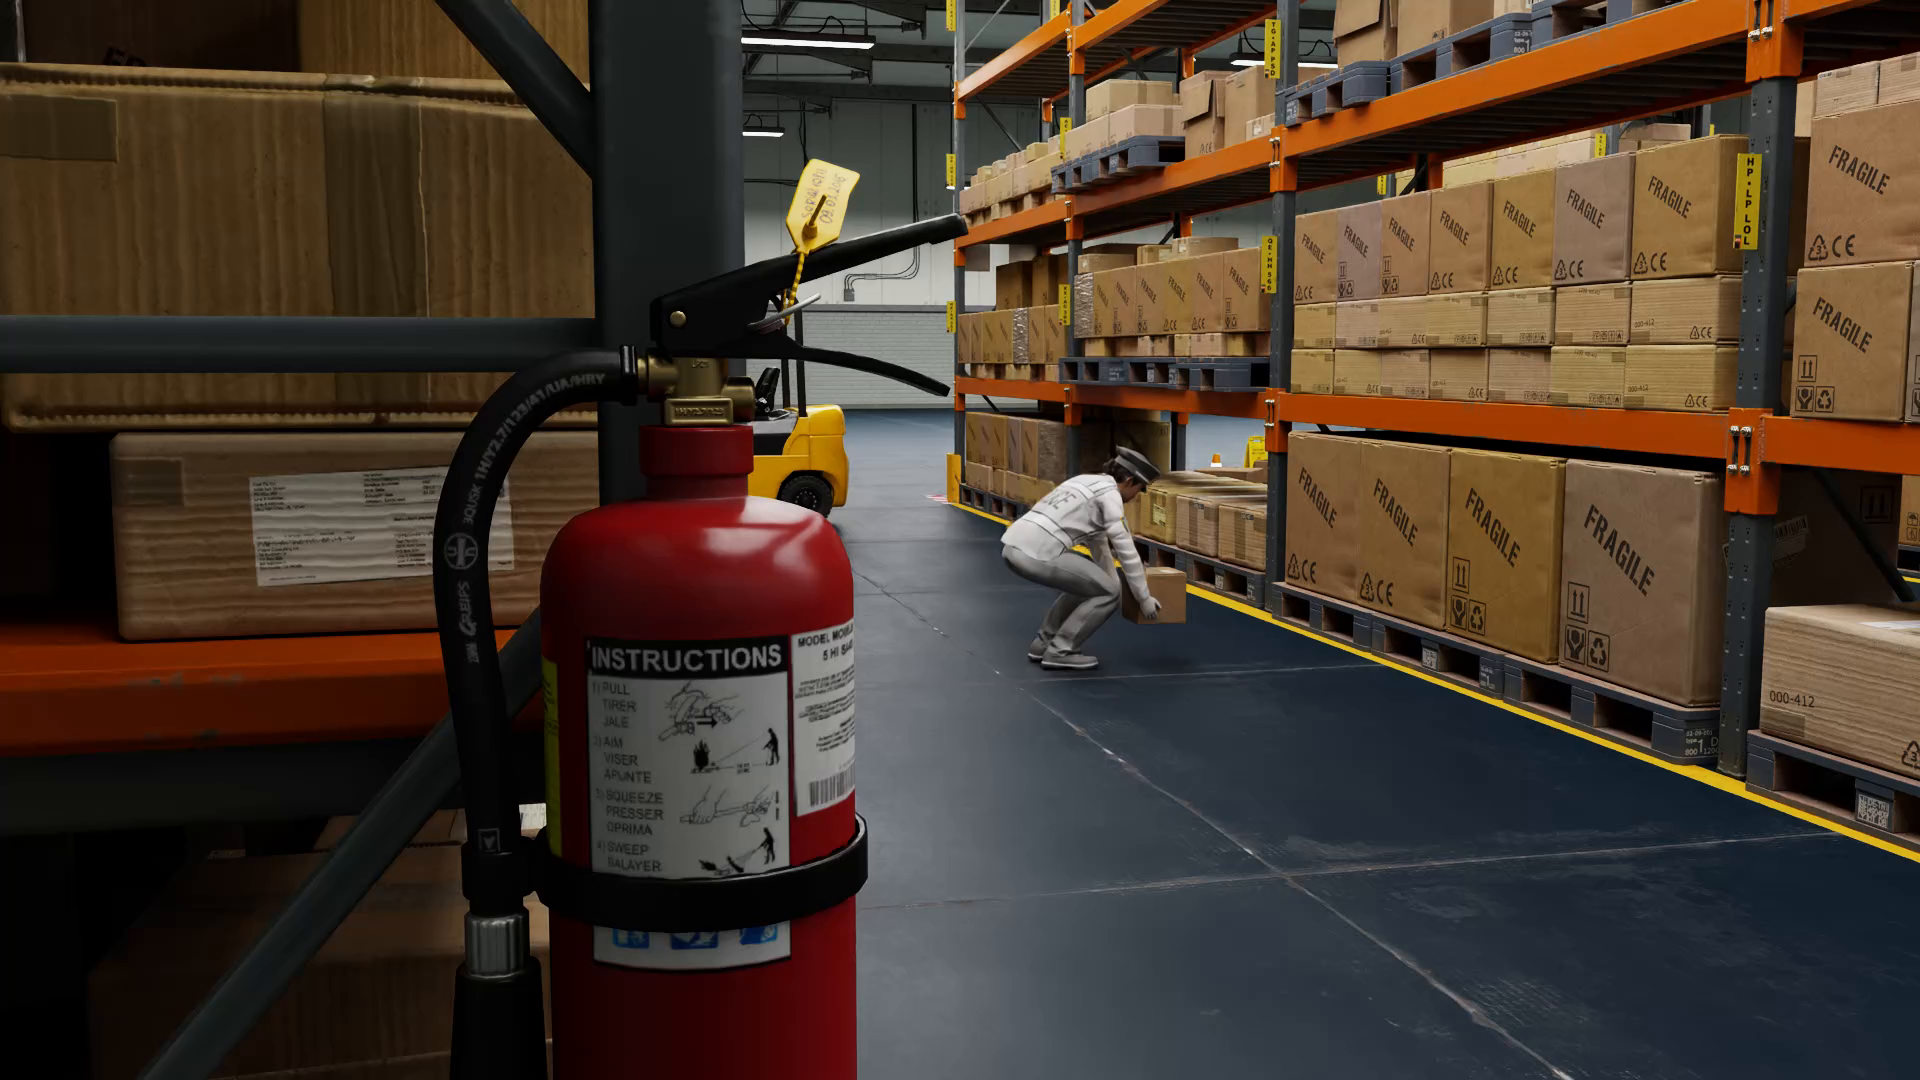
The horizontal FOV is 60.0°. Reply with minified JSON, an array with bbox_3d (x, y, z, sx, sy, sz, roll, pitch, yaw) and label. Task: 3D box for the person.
[{"bbox_3d":[0.602,0.079,8.217,0.815,1.070,0.504,-2,6,-14],"label":"person"}]
